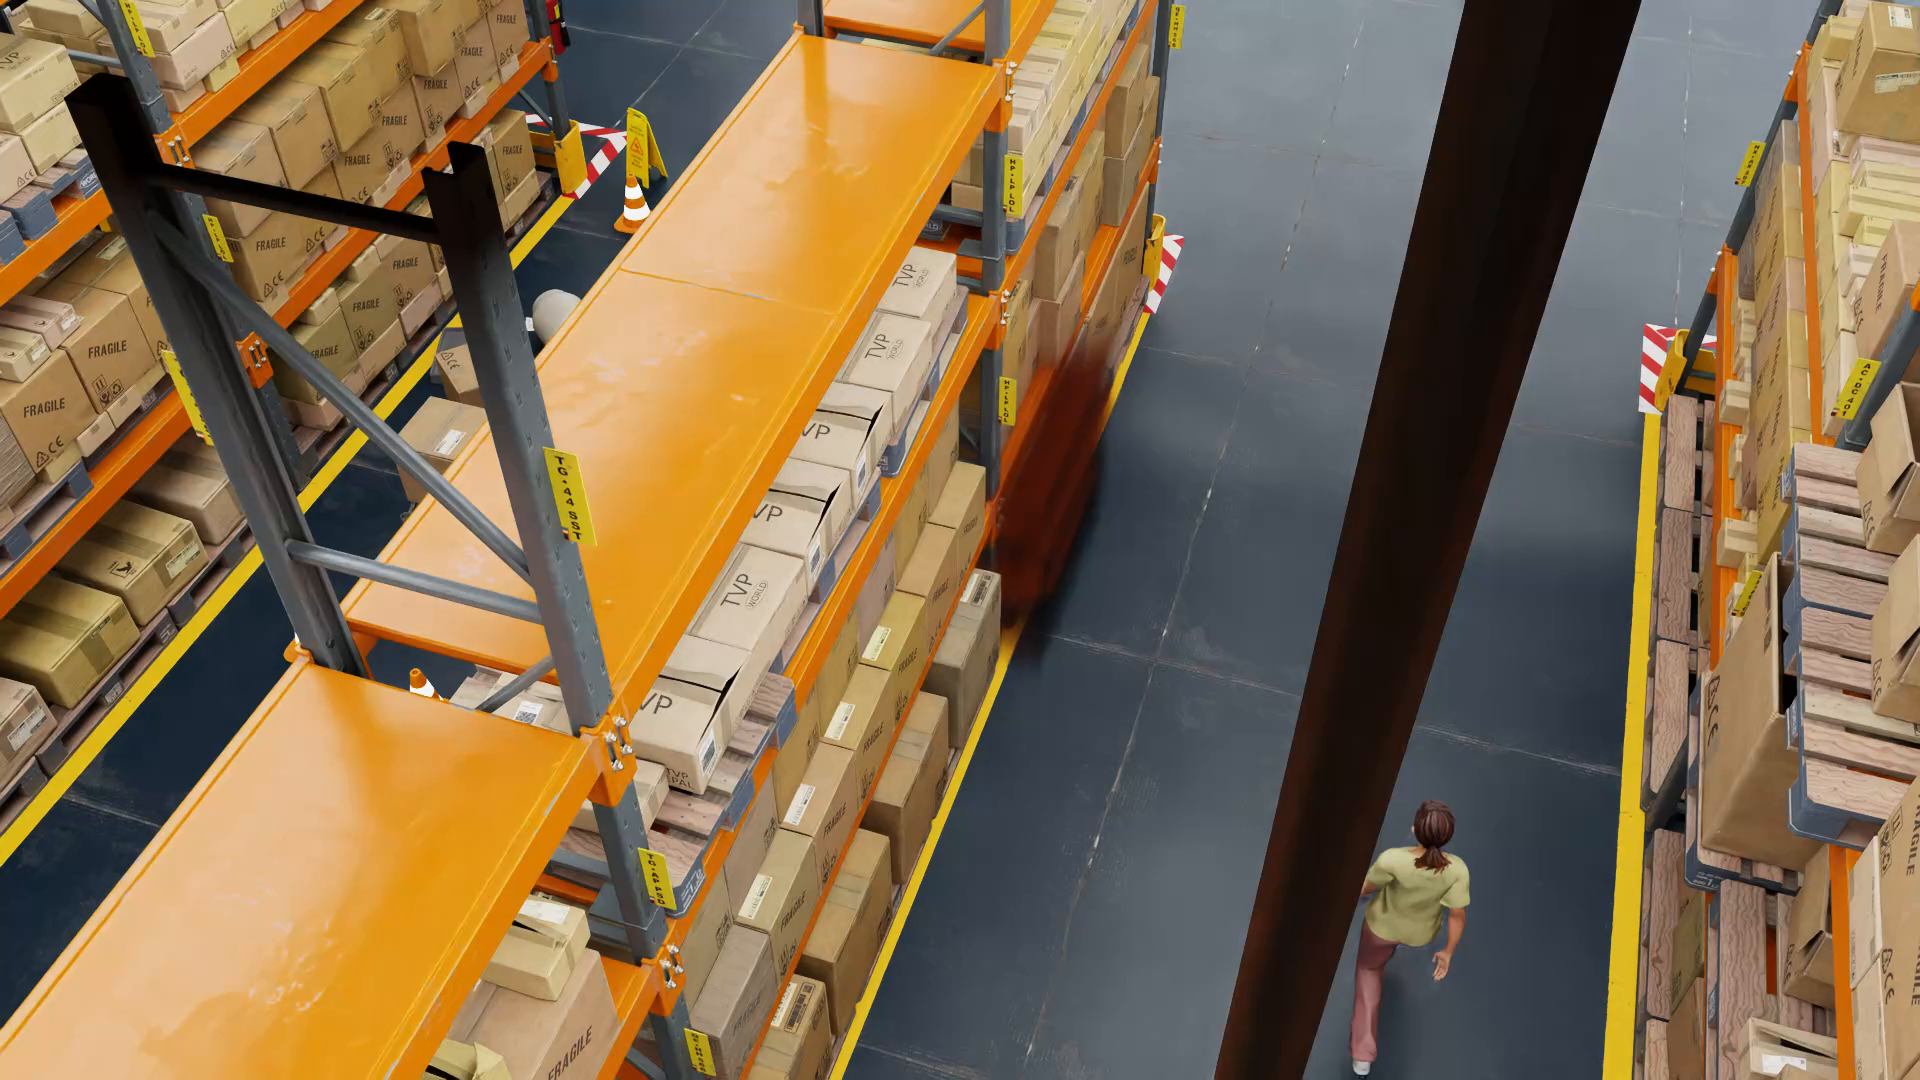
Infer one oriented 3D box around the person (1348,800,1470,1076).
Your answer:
[{"bbox_3d":[2.139,1.772,7.986,0.509,1.491,1.062,11,47,11],"label":"person"}]
